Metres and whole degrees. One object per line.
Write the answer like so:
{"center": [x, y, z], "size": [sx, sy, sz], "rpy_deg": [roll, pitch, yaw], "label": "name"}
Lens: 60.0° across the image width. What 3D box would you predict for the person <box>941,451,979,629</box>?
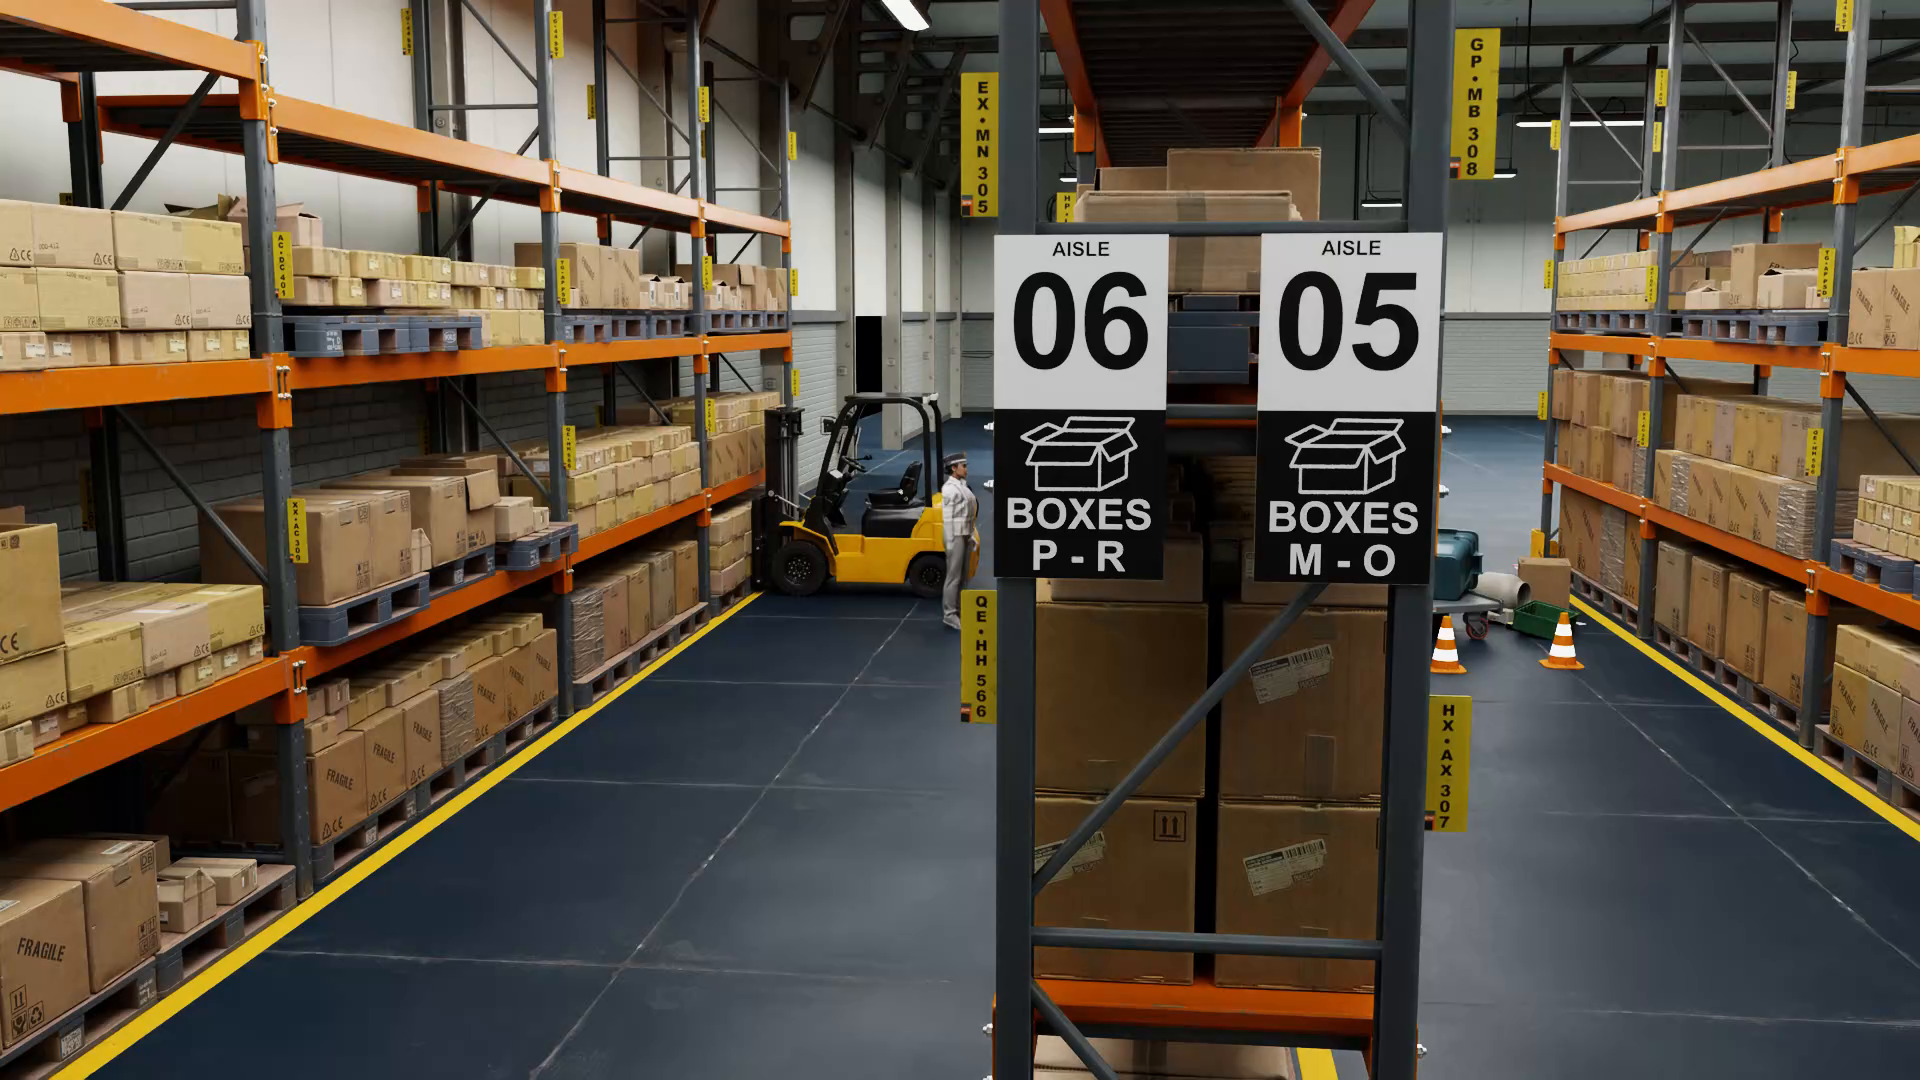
{"center": [-0.014, -0.014, 16.243], "size": [0.351, 1.709, 0.512], "rpy_deg": [2, 8, 18], "label": "person"}
